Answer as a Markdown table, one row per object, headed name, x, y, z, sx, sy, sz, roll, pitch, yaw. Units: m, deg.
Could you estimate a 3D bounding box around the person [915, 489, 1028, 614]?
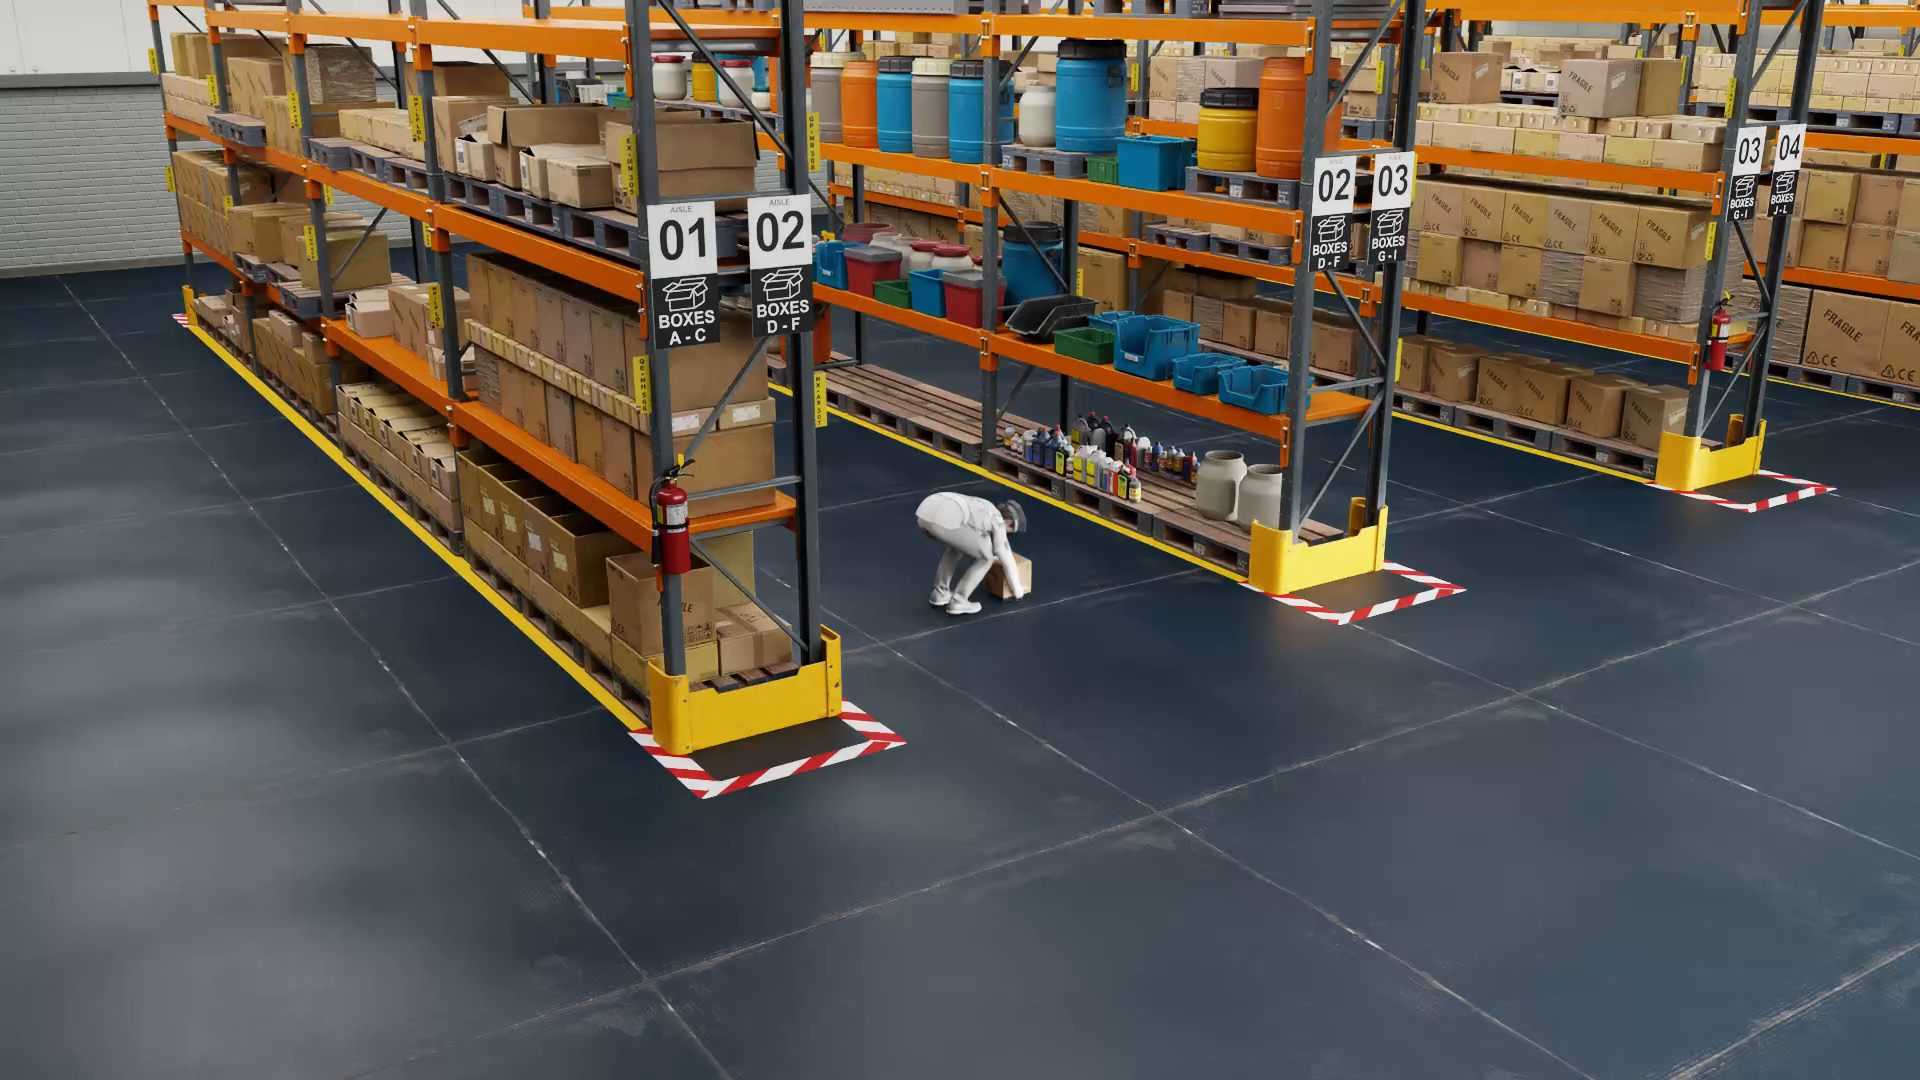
| name | x | y | z | sx | sy | sz | roll | pitch | yaw |
| --- | --- | --- | --- | --- | --- | --- | --- | --- | --- |
| person | 0.089 | 0.052 | 12.162 | 0.880 | 0.875 | 0.464 | -13 | 22 | -34 |
